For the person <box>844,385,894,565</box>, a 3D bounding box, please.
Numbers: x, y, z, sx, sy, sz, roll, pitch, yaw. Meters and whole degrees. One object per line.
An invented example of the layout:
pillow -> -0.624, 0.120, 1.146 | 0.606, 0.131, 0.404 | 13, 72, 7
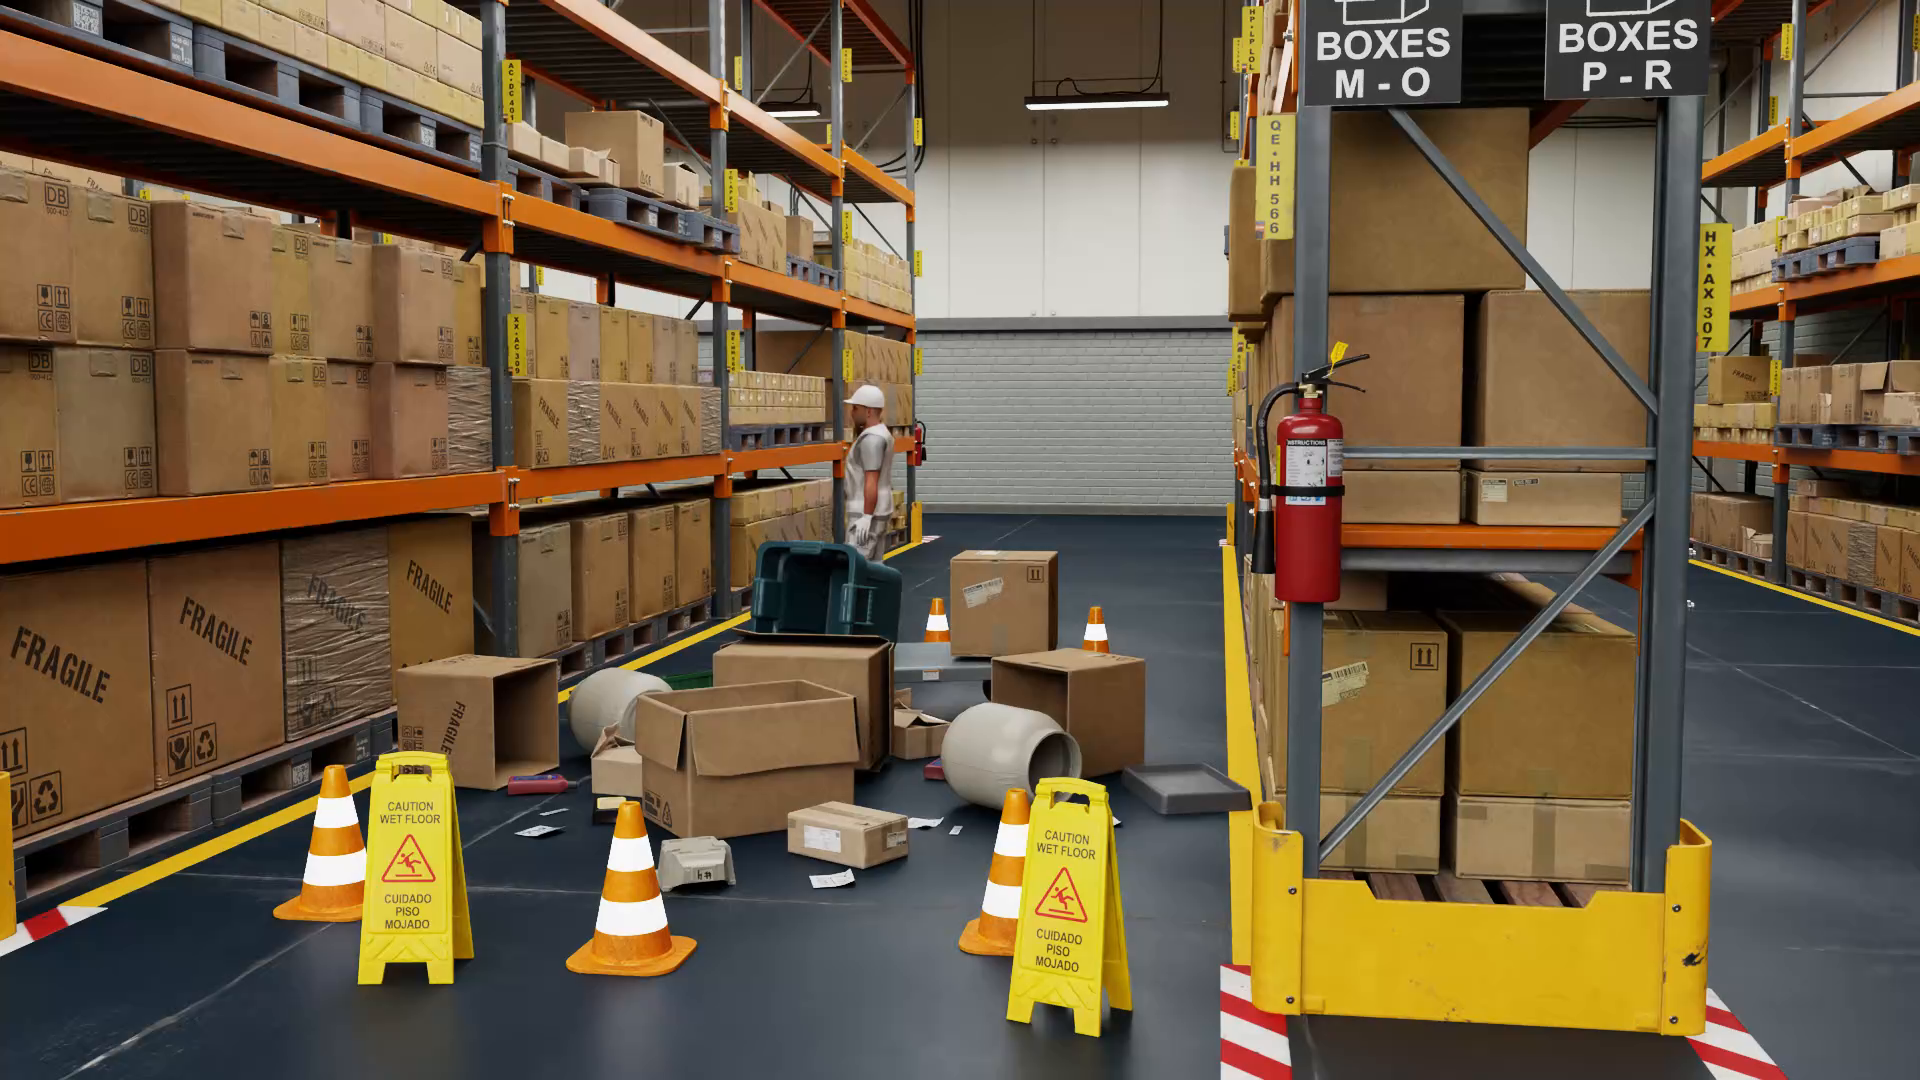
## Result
person -> -0.634, -0.139, 11.264 | 0.414, 1.808, 0.550 | 1, 4, 9
